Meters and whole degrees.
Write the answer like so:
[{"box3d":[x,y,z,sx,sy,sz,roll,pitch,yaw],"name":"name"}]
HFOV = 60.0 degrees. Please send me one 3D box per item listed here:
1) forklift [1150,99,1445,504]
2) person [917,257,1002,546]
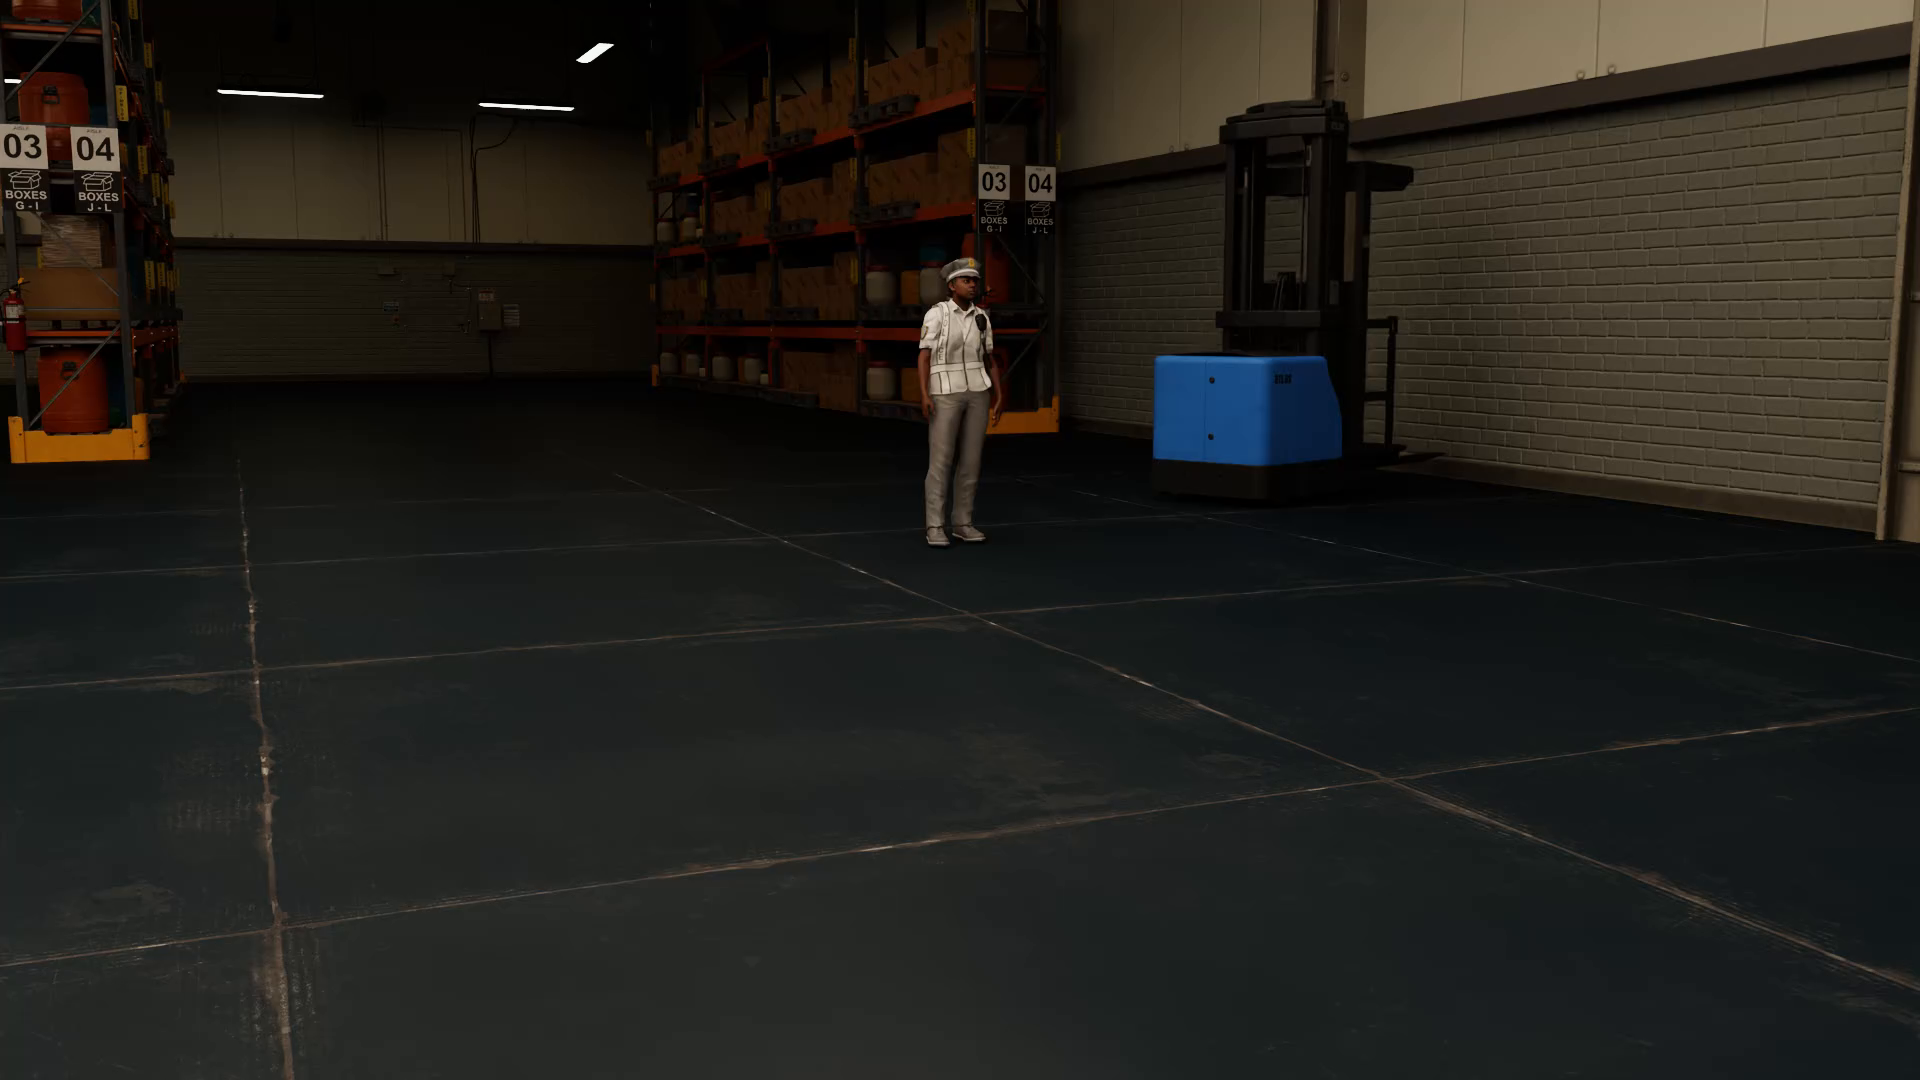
[{"box3d":[2.800,-1.849,12.966,1.130,2.935,3.031,7,10,43],"name":"forklift"},{"box3d":[0.012,-0.838,9.966,0.570,1.697,0.528,-3,8,-23],"name":"person"}]
